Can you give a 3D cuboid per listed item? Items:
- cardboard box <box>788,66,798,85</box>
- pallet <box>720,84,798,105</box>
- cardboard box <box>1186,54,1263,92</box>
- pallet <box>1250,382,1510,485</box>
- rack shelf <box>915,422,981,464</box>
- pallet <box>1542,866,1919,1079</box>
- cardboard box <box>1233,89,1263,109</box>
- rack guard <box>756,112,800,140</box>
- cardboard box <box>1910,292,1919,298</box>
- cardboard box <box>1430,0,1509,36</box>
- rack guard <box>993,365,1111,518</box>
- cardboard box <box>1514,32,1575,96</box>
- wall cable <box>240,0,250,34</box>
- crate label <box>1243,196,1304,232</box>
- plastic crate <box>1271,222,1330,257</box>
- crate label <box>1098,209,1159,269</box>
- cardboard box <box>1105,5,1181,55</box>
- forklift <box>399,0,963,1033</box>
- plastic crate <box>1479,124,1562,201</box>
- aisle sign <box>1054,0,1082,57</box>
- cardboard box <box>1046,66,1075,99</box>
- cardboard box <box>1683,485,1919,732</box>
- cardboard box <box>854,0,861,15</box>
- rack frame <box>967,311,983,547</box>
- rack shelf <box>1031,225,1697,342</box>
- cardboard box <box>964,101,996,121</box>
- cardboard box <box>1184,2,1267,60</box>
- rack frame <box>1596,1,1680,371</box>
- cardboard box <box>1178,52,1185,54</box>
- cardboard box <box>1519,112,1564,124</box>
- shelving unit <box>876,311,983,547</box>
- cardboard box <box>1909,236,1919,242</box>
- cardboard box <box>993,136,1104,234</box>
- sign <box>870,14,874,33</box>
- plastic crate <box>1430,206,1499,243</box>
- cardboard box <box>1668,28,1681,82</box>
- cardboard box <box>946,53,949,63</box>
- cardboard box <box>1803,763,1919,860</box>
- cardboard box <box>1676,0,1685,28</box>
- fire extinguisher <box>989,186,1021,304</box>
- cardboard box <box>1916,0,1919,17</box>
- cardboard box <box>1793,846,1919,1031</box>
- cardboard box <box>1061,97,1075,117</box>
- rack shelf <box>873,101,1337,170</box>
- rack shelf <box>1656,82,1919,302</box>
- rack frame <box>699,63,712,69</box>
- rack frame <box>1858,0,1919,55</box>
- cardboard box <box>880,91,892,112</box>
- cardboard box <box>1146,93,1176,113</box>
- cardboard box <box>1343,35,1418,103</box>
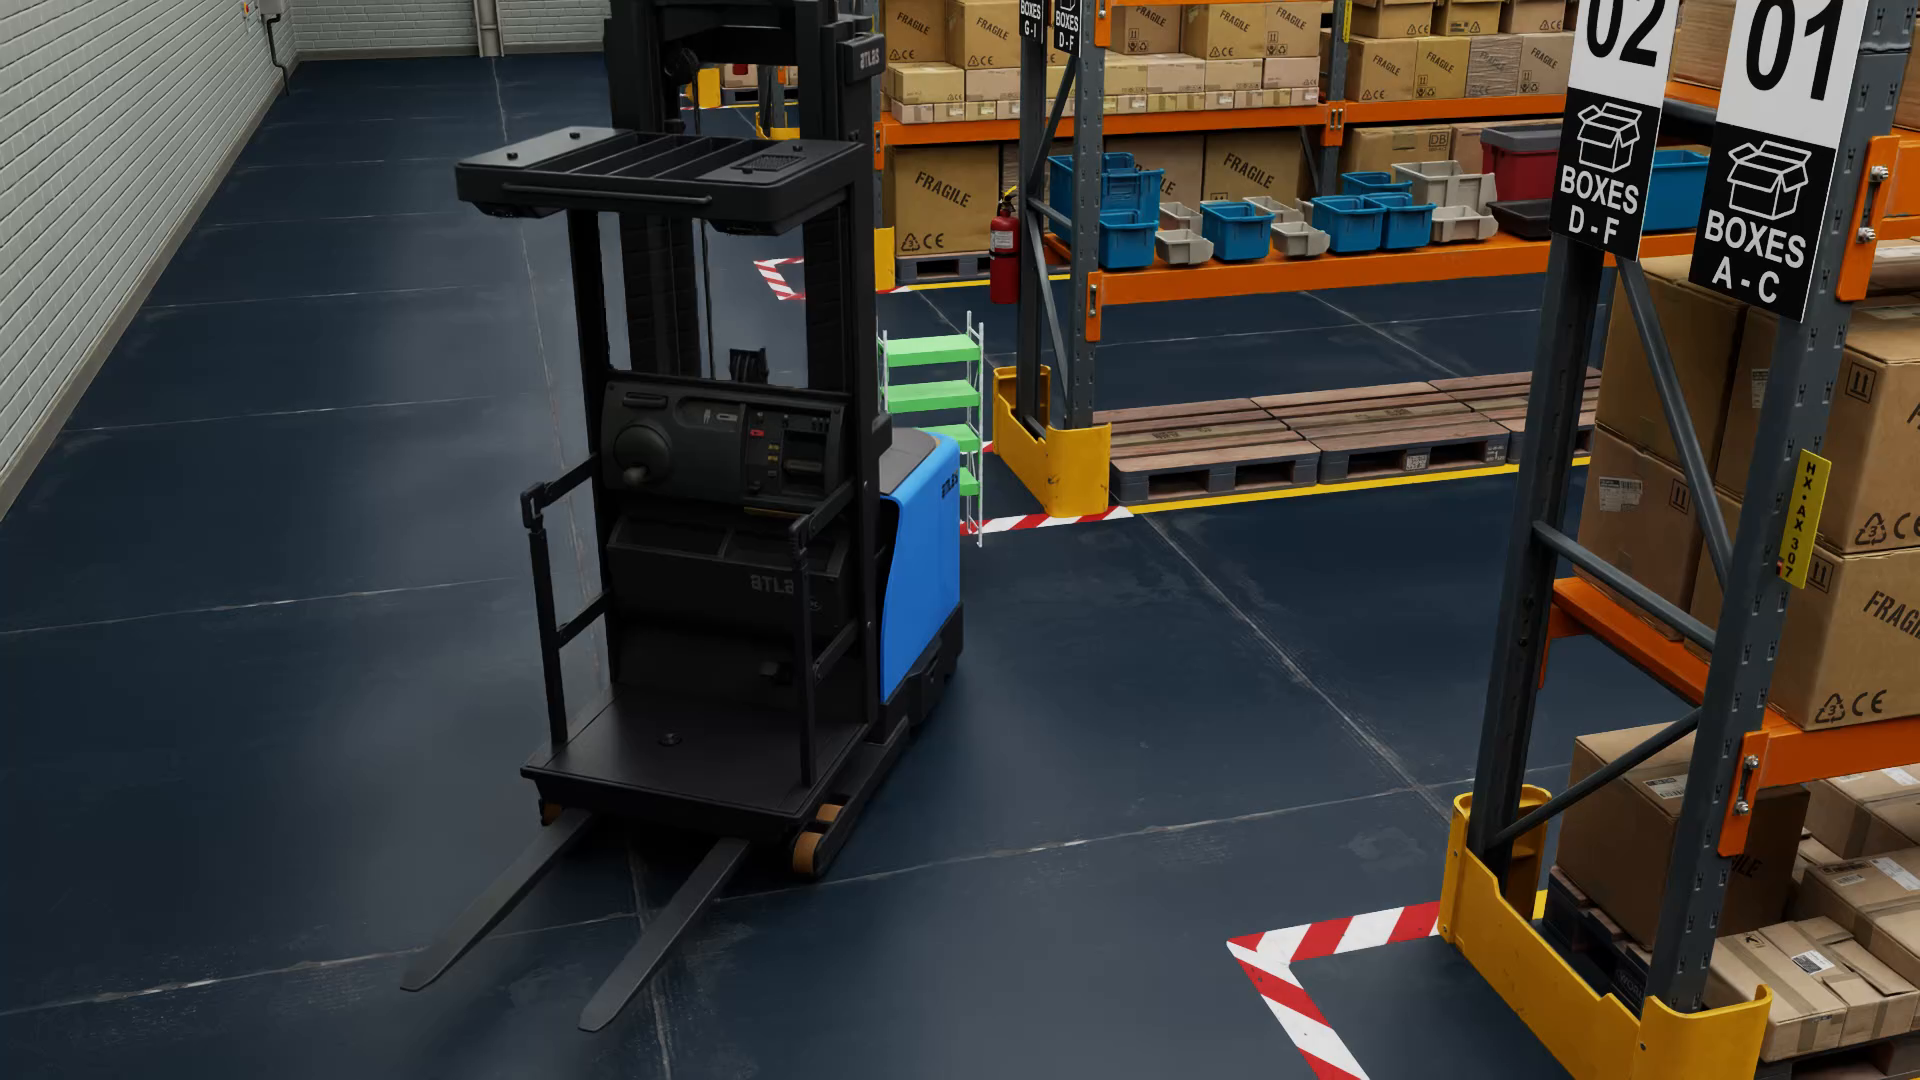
[{"bbox_3d":[-2.003,-6.606,23.058,0.875,0.438,0.875,-6,24,-13],"label":"cardboard box"},{"bbox_3d":[-2.741,-6.215,22.966,1.213,0.211,1.003,-6,24,-14],"label":"pallet"},{"bbox_3d":[2.186,-3.910,13.872,0.500,0.250,0.500,-6,24,-13],"label":"cardboard box"},{"bbox_3d":[2.502,-0.659,10.017,1.213,0.211,1.003,-6,24,-14],"label":"pallet"},{"bbox_3d":[-0.159,-0.475,8.497,0.480,0.148,0.258,-6,24,-14],"label":"rack shelf"},{"bbox_3d":[2.700,1.331,5.381,1.213,0.211,1.003,-6,24,-14],"label":"pallet"},{"bbox_3d":[2.338,-3.718,13.929,0.250,0.149,0.380,-7,24,-15],"label":"cardboard box"},{"bbox_3d":[-1.983,-4.372,18.306,0.348,0.500,1.175,-6,24,-14],"label":"rack guard"},{"bbox_3d":[2.859,-0.369,4.410,0.500,0.500,0.500,-6,24,-14],"label":"cardboard box"},{"bbox_3d":[4.315,-4.692,14.481,0.637,0.503,0.797,-6,24,-14],"label":"cardboard box"},{"bbox_3d":[0.505,-0.582,9.473,0.348,0.500,1.175,-6,24,-14],"label":"rack guard"},{"bbox_3d":[5.010,-4.209,14.629,0.500,0.500,0.500,-6,24,-13],"label":"cardboard box"},{"bbox_3d":[-8.913,-7.253,20.522,0.123,1.953,0.585,-6,24,-14],"label":"wall cable"},{"bbox_3d":[1.805,-1.865,9.550,0.243,0.136,0.396,-6,24,-14],"label":"crate label"},{"bbox_3d":[1.836,-1.621,8.983,0.298,0.136,0.250,-6,24,-14],"label":"plastic crate"},{"bbox_3d":[0.851,-1.590,8.789,0.303,0.233,0.416,-6,24,-14],"label":"crate label"},{"bbox_3d":[1.532,-4.397,14.055,0.500,0.500,0.500,-7,24,-16],"label":"cardboard box"},{"bbox_3d":[-0.920,-0.317,5.772,1.130,2.935,3.031,7,24,16],"label":"forklift"},{"bbox_3d":[3.449,-2.222,9.966,0.583,0.464,0.402,-6,24,-14],"label":"plastic crate"},{"bbox_3d":[0.536,-2.813,8.204,0.004,0.787,0.394,-6,24,-14],"label":"aisle sign"},{"bbox_3d":[0.705,-3.745,13.488,0.500,0.250,0.500,-7,24,-16],"label":"cardboard box"},{"bbox_3d":[2.358,0.149,4.471,0.500,0.500,0.500,-6,24,-13],"label":"cardboard box"},{"bbox_3d":[-1.040,-5.705,17.738,0.500,0.500,0.500,-6,24,-14],"label":"cardboard box"},{"bbox_3d":[0.075,-0.560,8.533,0.015,1.200,0.240,-6,24,-14],"label":"rack frame"},{"bbox_3d":[2.450,-1.621,9.636,4.000,0.370,1.077,-6,24,-14],"label":"rack shelf"},{"bbox_3d":[0.111,-3.471,13.355,0.250,0.149,0.380,-7,24,-16],"label":"cardboard box"},{"bbox_3d":[2.184,-4.255,13.725,0.500,0.500,0.500,-6,24,-14],"label":"cardboard box"},{"bbox_3d":[4.376,-2.165,9.991,0.127,3.000,1.000,-6,24,-14],"label":"rack frame"},{"bbox_3d":[2.035,-4.111,14.340,0.500,0.250,0.500,-6,24,-15],"label":"cardboard box"},{"bbox_3d":[5.359,-3.530,15.335,0.875,0.875,1.225,-6,24,-14],"label":"cardboard box"},{"bbox_3d":[-0.159,-0.534,8.472,0.503,1.200,0.258,-6,24,-14],"label":"shelving unit"},{"bbox_3d":[3.197,-0.626,5.010,0.500,0.500,0.500,-6,24,-13],"label":"cardboard box"},{"bbox_3d":[0.658,-3.031,14.172,0.875,0.875,0.875,-6,24,-14],"label":"cardboard box"},{"bbox_3d":[-0.669,-3.842,12.701,0.005,0.325,0.100,-6,24,-14],"label":"sign"},{"bbox_3d":[2.781,-1.771,9.332,0.466,0.136,0.293,-6,24,-14],"label":"plastic crate"},{"bbox_3d":[6.481,-4.370,15.004,0.500,0.500,0.500,-6,24,-13],"label":"cardboard box"},{"bbox_3d":[0.070,-3.893,13.831,0.500,0.250,0.500,-7,24,-15],"label":"cardboard box"},{"bbox_3d":[3.239,0.963,5.632,0.500,0.250,0.500,-6,24,-14],"label":"cardboard box"},{"bbox_3d":[6.181,-4.906,14.981,0.637,0.503,0.797,-5,24,-13],"label":"cardboard box"},{"bbox_3d":[0.257,-1.688,9.451,0.183,0.674,0.296,-6,24,-14],"label":"fire extinguisher"},{"bbox_3d":[2.424,-1.353,3.851,0.500,0.250,0.500,-6,24,-14],"label":"cardboard box"},{"bbox_3d":[2.941,1.200,5.077,0.500,0.250,0.500,-6,24,-14],"label":"cardboard box"},{"bbox_3d":[0.855,-3.554,13.547,0.250,0.149,0.380,-7,24,-15],"label":"cardboard box"},{"bbox_3d":[1.112,-3.501,14.018,4.000,0.370,1.077,-6,24,-14],"label":"rack shelf"},{"bbox_3d":[3.785,-1.118,4.661,4.000,0.370,1.077,-6,24,-14],"label":"rack shelf"},{"bbox_3d":[-3.490,-7.381,22.149,0.127,3.000,1.000,-6,24,-14],"label":"rack frame"},{"bbox_3d":[1.859,-2.614,3.431,0.127,3.000,1.000,-6,24,-14],"label":"rack frame"},{"bbox_3d":[-0.559,-3.666,13.809,0.250,0.149,0.380,-6,24,-13],"label":"cardboard box"},{"bbox_3d":[1.596,-3.636,13.738,0.250,0.149,0.380,-7,24,-15],"label":"cardboard box"},{"bbox_3d":[3.548,-4.045,14.246,0.500,0.500,0.500,-6,24,-14],"label":"cardboard box"}]
